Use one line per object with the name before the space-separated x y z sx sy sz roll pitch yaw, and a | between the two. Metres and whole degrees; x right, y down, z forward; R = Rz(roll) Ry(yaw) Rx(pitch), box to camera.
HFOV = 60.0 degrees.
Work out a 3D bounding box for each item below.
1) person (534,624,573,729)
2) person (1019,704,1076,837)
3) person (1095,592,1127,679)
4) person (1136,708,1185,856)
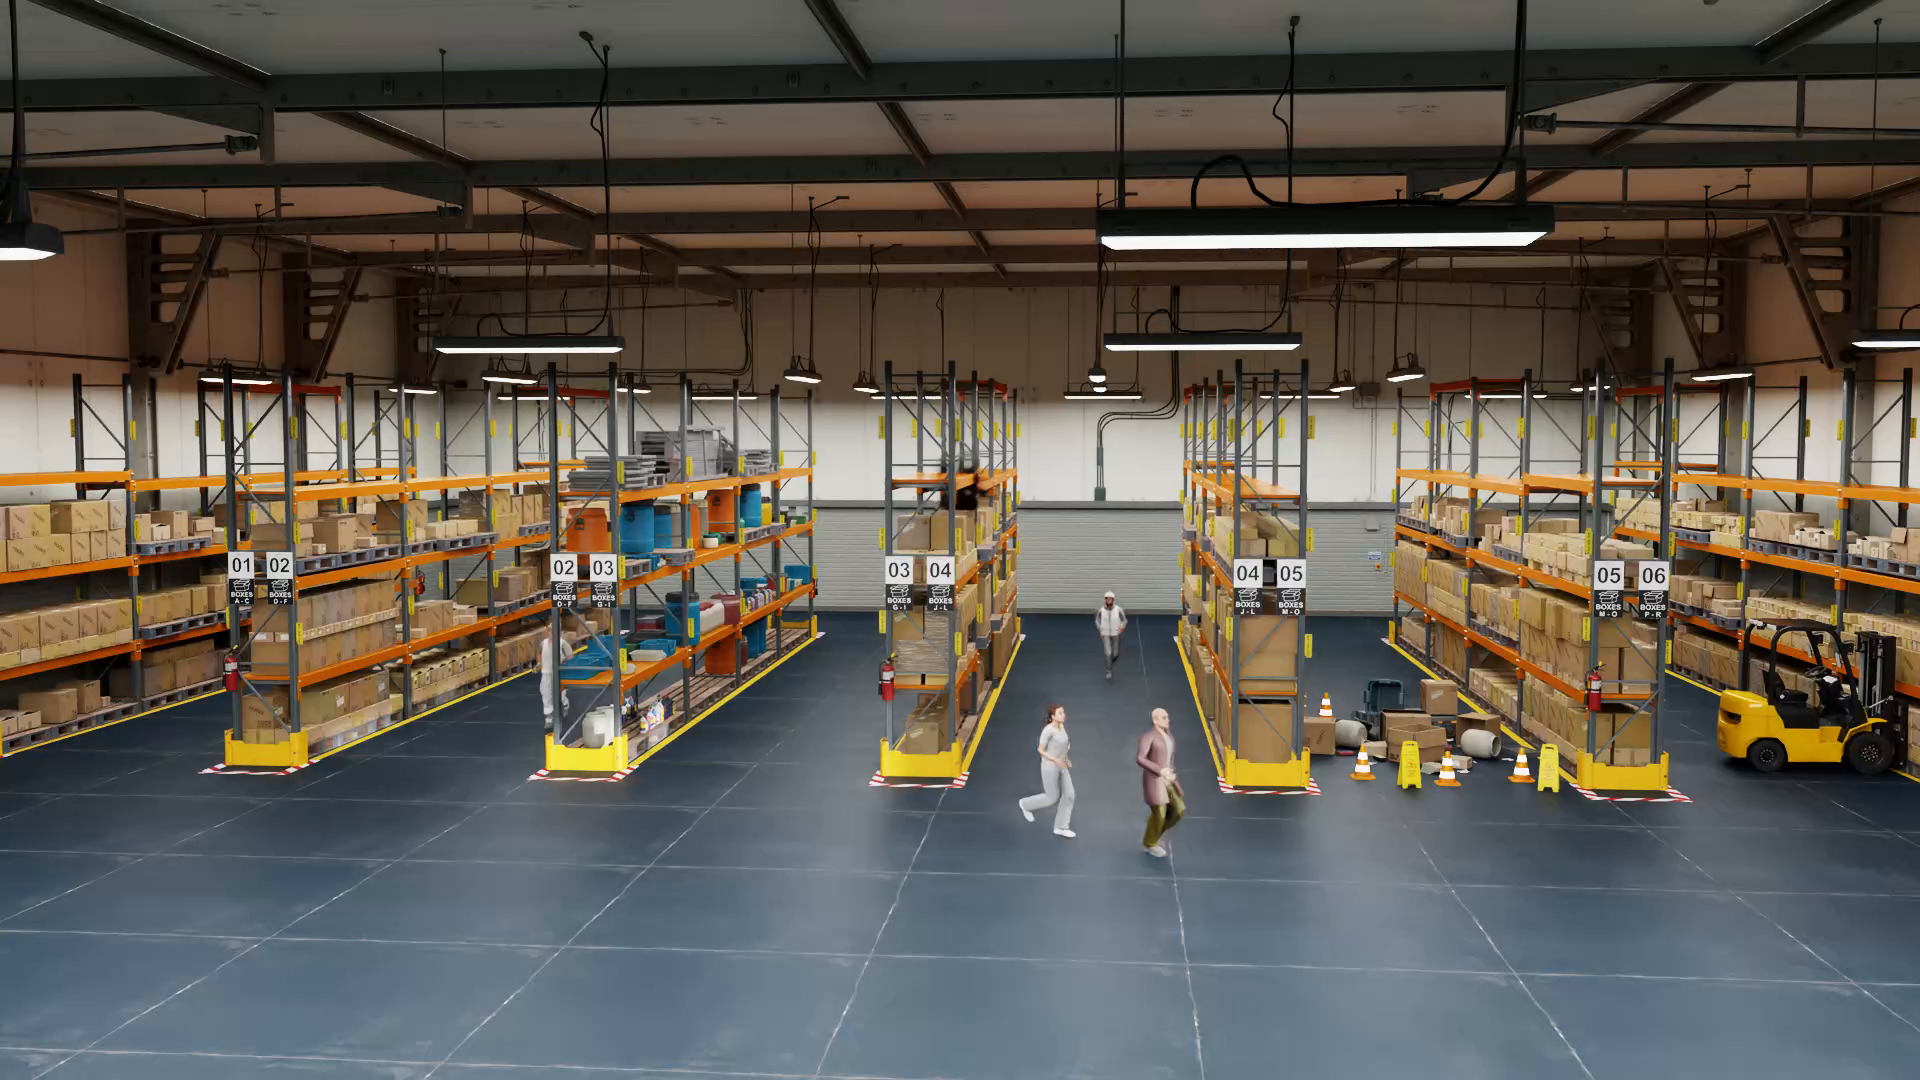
person | -6.860 2.276 28.097 0.669 1.760 0.868 0 4 5
person | 1.111 2.830 20.641 0.801 1.637 0.554 3 5 39
person | 3.062 1.922 33.796 0.660 1.746 0.578 0 4 7
person | 2.362 2.845 19.523 0.709 1.744 0.618 -4 5 -44
